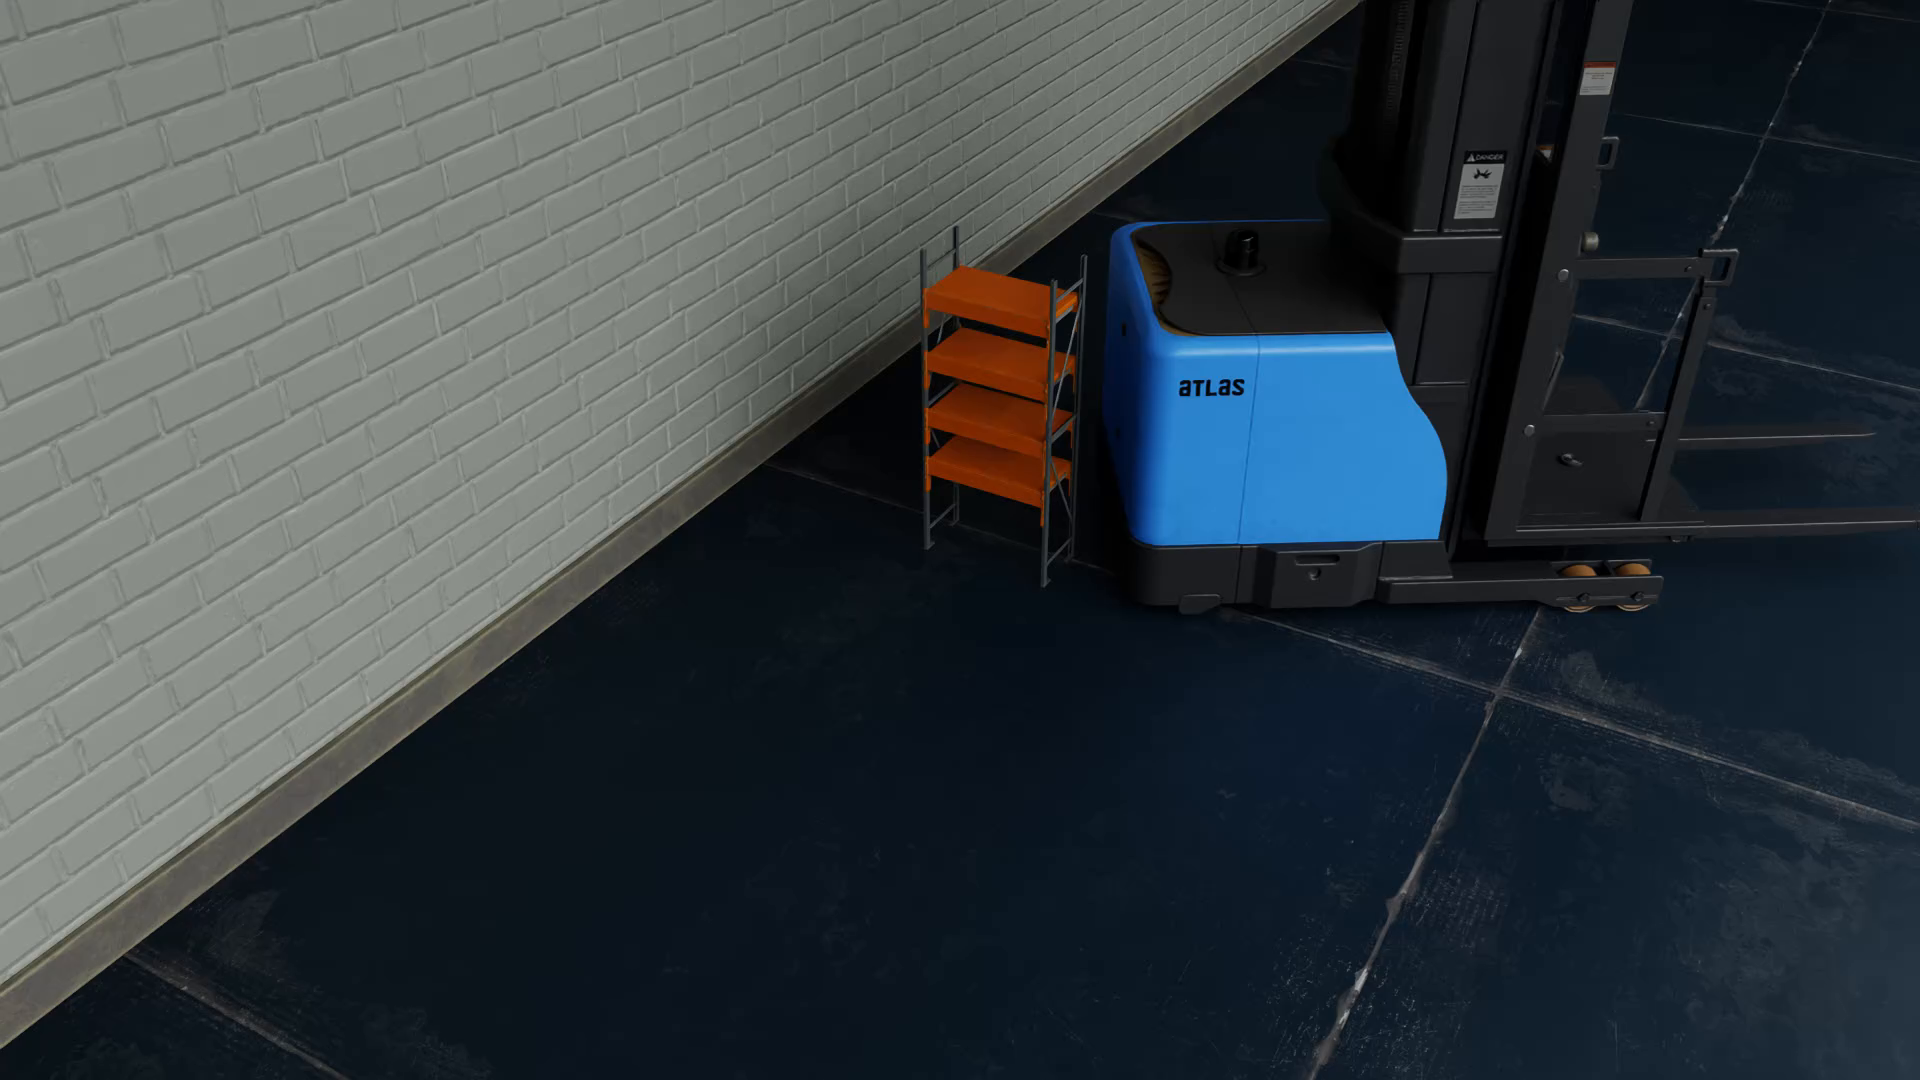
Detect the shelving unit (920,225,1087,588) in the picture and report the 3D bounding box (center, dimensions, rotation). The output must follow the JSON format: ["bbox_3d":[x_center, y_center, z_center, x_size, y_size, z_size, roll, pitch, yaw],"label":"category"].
[{"bbox_3d":[0.144,-0.454,5.849,0.503,1.200,0.258,18,37,24],"label":"shelving unit"}]

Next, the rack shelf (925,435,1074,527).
[{"bbox_3d":[0.144,-0.233,5.996,0.480,0.148,0.258,18,37,24],"label":"rack shelf"}]

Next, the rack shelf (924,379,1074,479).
[{"bbox_3d":[0.144,-0.398,5.886,0.480,0.148,0.258,18,37,24],"label":"rack shelf"}]

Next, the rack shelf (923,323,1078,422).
[{"bbox_3d":[0.144,-0.584,5.762,0.480,0.148,0.258,18,37,24],"label":"rack shelf"}]

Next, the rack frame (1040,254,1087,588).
[{"bbox_3d":[0.356,-0.387,5.748,0.015,1.200,0.240,18,37,24],"label":"rack frame"}]

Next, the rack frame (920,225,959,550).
[{"bbox_3d":[-0.068,-0.521,5.950,0.015,1.200,0.240,18,37,24],"label":"rack frame"}]

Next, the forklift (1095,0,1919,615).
[{"bbox_3d":[2.066,-1.258,5.494,3.031,2.935,1.130,-1,34,-2],"label":"forklift"}]

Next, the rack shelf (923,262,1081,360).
[{"bbox_3d":[0.144,-0.781,5.631,0.480,0.148,0.258,18,37,24],"label":"rack shelf"}]
